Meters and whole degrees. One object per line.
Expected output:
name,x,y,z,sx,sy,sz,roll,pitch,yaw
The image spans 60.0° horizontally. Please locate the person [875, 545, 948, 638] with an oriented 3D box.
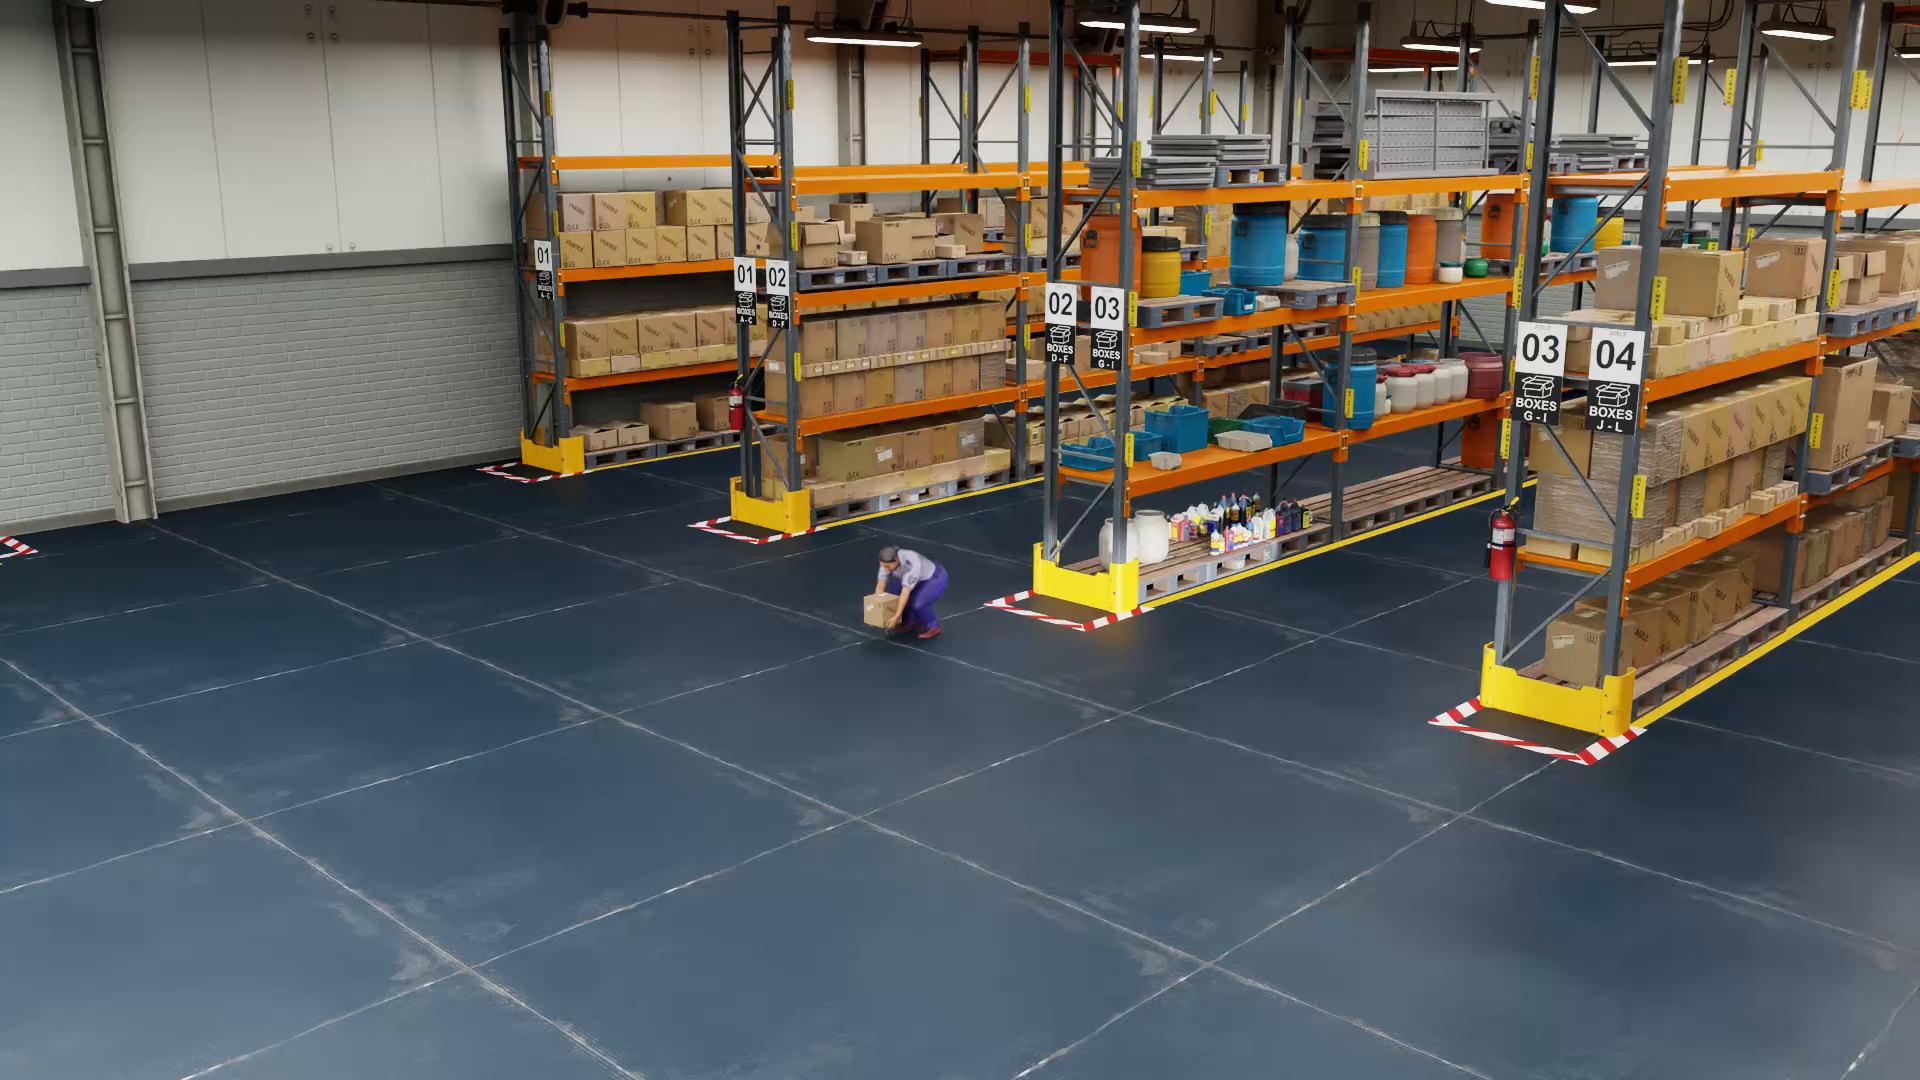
person,-0.485,0.459,15.673,0.510,0.940,0.853,12,18,41
